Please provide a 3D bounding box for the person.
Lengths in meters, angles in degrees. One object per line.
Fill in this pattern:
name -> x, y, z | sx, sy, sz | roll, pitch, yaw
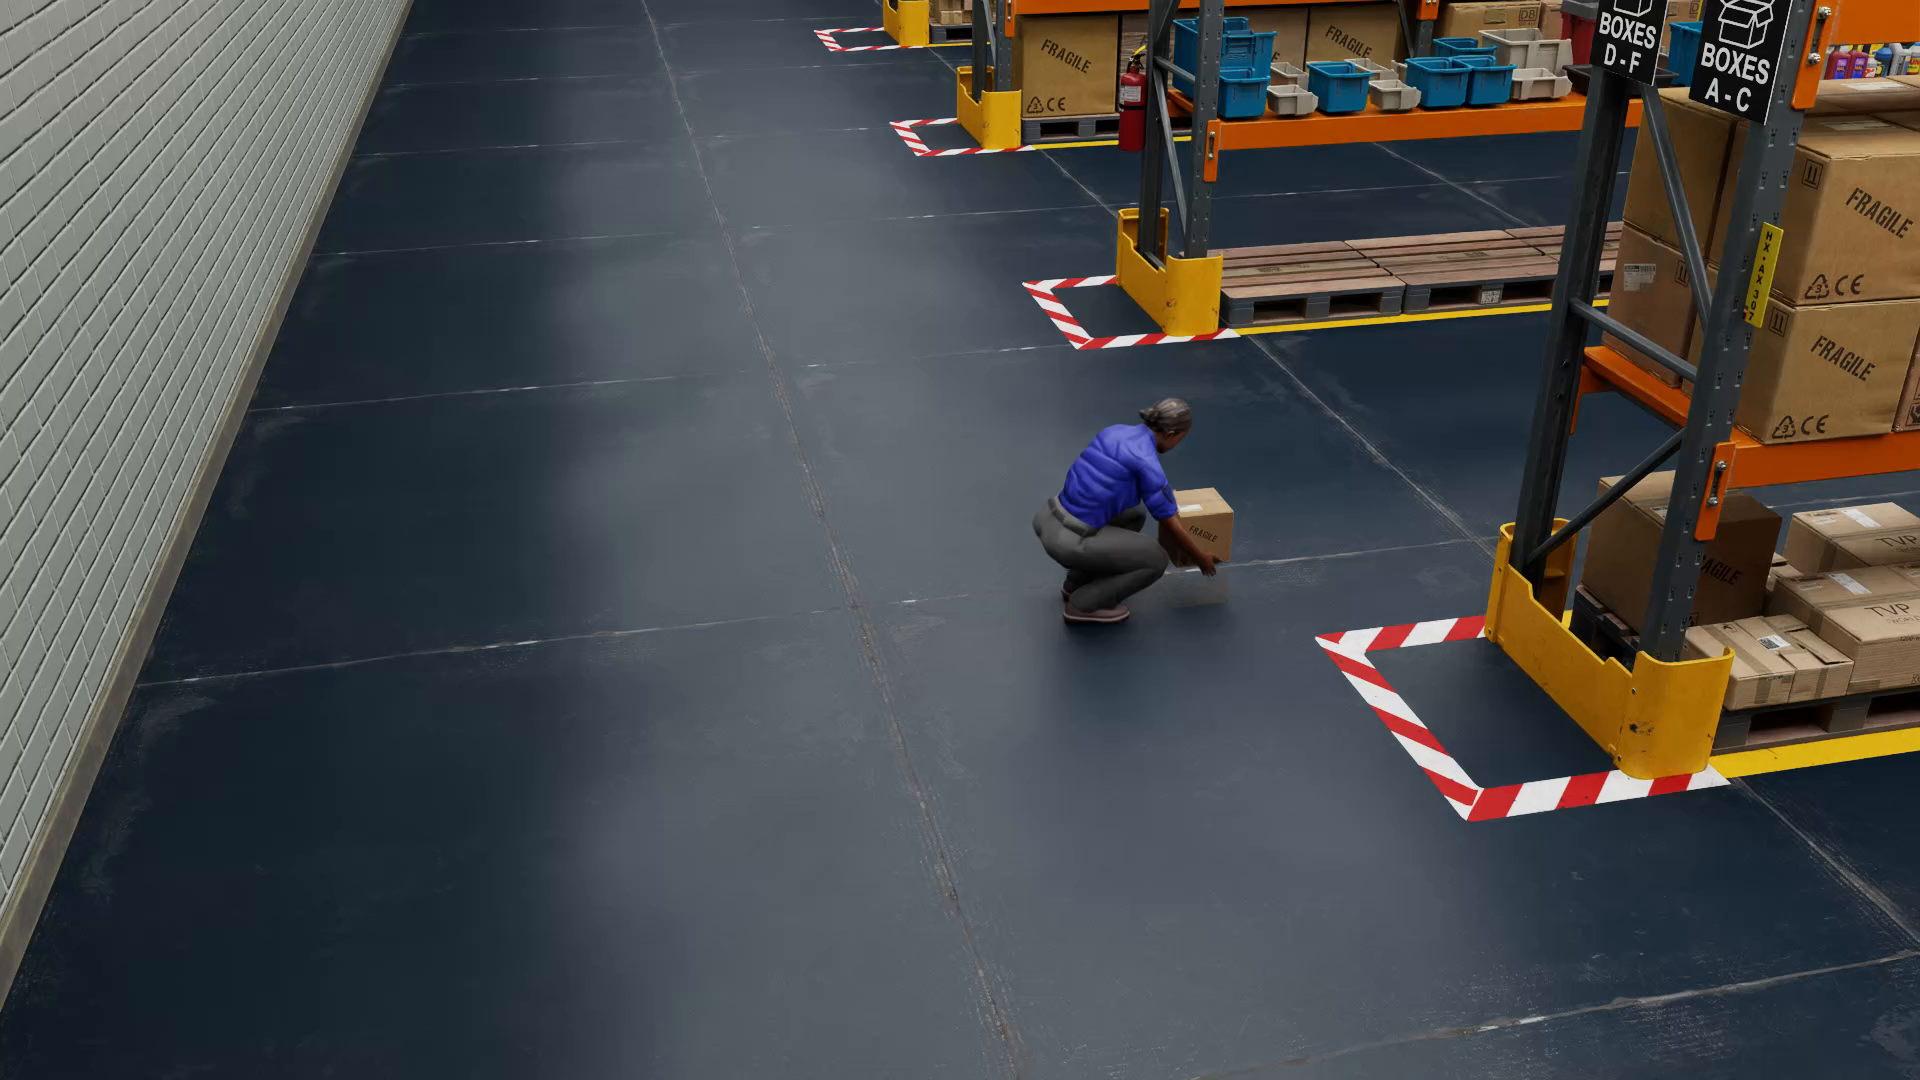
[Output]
person -> 0.722, -0.137, 7.208 | 0.827, 0.938, 0.469 | -6, 28, -12
